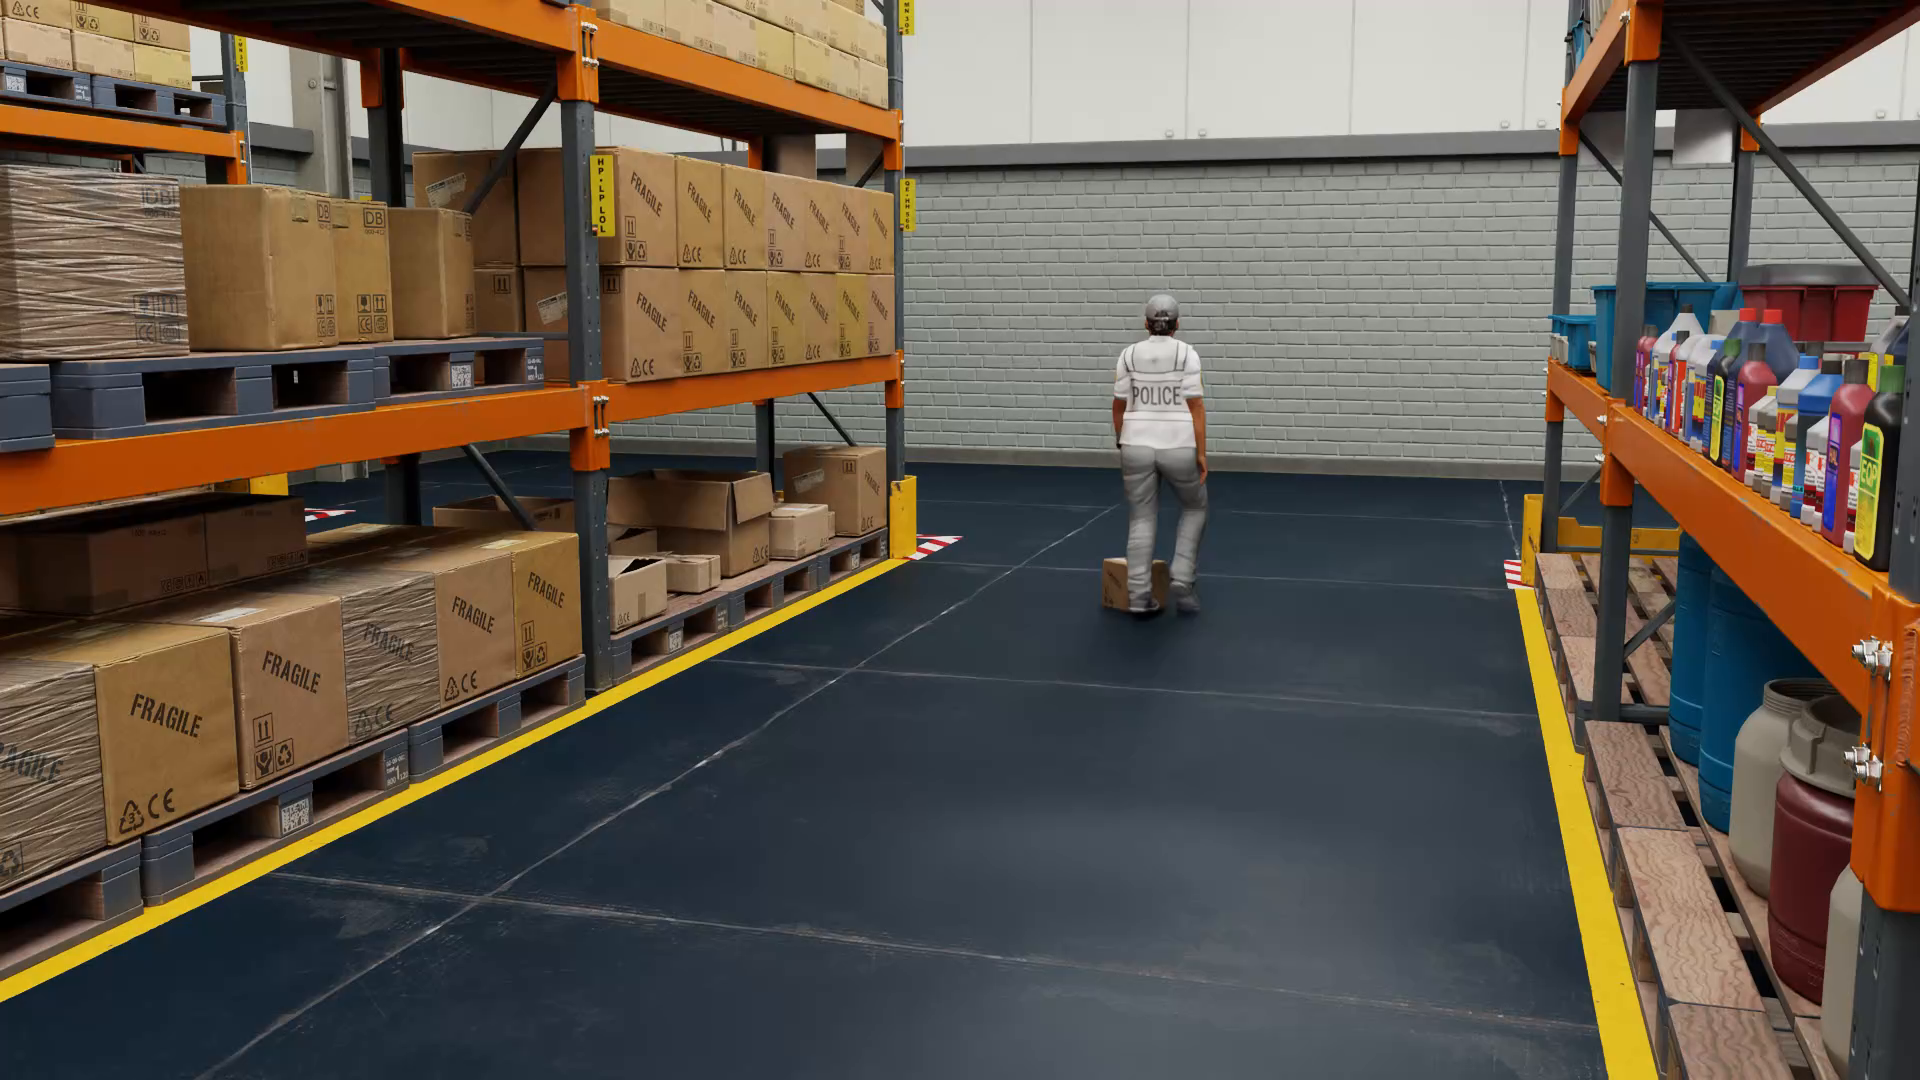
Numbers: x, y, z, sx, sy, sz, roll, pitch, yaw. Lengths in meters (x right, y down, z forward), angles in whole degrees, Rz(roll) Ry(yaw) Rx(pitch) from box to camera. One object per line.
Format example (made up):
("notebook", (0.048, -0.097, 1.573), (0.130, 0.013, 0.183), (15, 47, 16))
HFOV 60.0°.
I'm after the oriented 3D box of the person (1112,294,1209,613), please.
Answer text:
("person", (1.054, -0.425, 8.734), (0.525, 1.712, 0.527), (2, 9, 16))
